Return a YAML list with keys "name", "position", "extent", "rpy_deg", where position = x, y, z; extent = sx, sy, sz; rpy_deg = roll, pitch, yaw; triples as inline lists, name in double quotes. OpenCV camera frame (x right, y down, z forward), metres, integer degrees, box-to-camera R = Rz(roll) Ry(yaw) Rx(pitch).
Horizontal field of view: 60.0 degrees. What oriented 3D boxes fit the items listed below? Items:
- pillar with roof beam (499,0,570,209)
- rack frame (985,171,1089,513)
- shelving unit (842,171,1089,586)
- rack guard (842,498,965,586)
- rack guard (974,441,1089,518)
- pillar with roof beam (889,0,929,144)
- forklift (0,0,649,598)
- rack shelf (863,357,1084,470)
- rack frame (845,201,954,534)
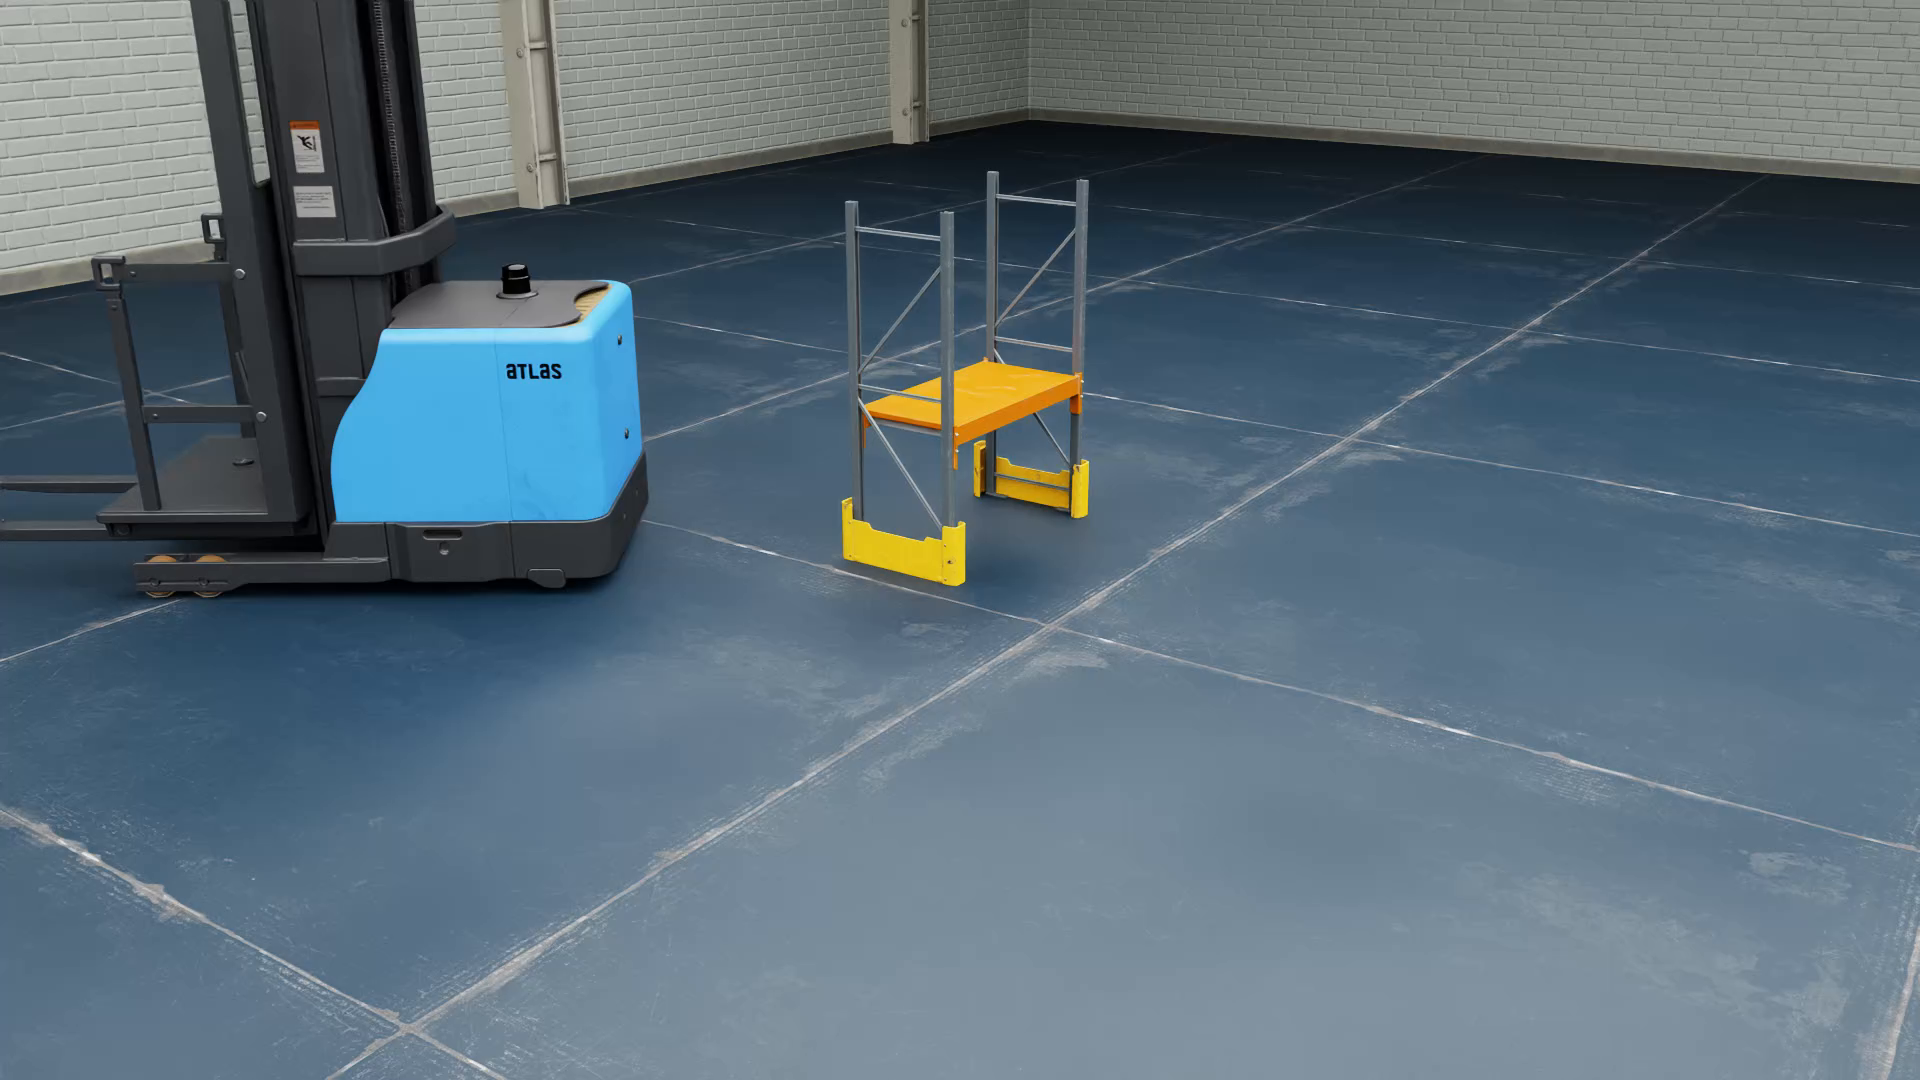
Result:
- name: "pillar with roof beam"
  position: [-0.429, -6.590, 12.111]
  extent: [9.100, 9.000, 0.400]
  rpy_deg: [13, 24, 32]
- name: "rack frame"
  position: [0.334, -0.874, 7.465]
  extent: [0.500, 1.500, 0.032]
  rpy_deg: [13, 24, 32]
- name: "shelving unit"
  position: [0.043, -0.725, 7.064]
  extent: [0.587, 1.500, 1.083]
  rpy_deg: [13, 24, 32]
- name: "rack guard"
  position: [-0.237, 0.004, 6.894]
  extent: [0.587, 0.250, 0.087]
  rpy_deg: [13, 24, 32]
- name: "rack guard"
  position: [0.323, -0.282, 7.667]
  extent: [0.587, 0.250, 0.087]
  rpy_deg: [13, 24, 32]
- name: "pillar with roof beam"
  position: [2.944, -8.312, 16.765]
  extent: [9.100, 9.000, 0.400]
  rpy_deg: [13, 24, 32]
- name: "forklift"
  position: [-2.919, -1.329, 6.632]
  extent: [3.031, 2.935, 1.130]
  rpy_deg: [0, 20, -1]
- name: "rack shelf"
  position: [0.048, -0.559, 7.133]
  extent: [0.538, 0.185, 1.000]
  rpy_deg: [13, 24, 32]
- name: "rack frame"
  position: [-0.238, -0.582, 6.677]
  extent: [0.500, 1.500, 0.032]
  rpy_deg: [13, 24, 32]
